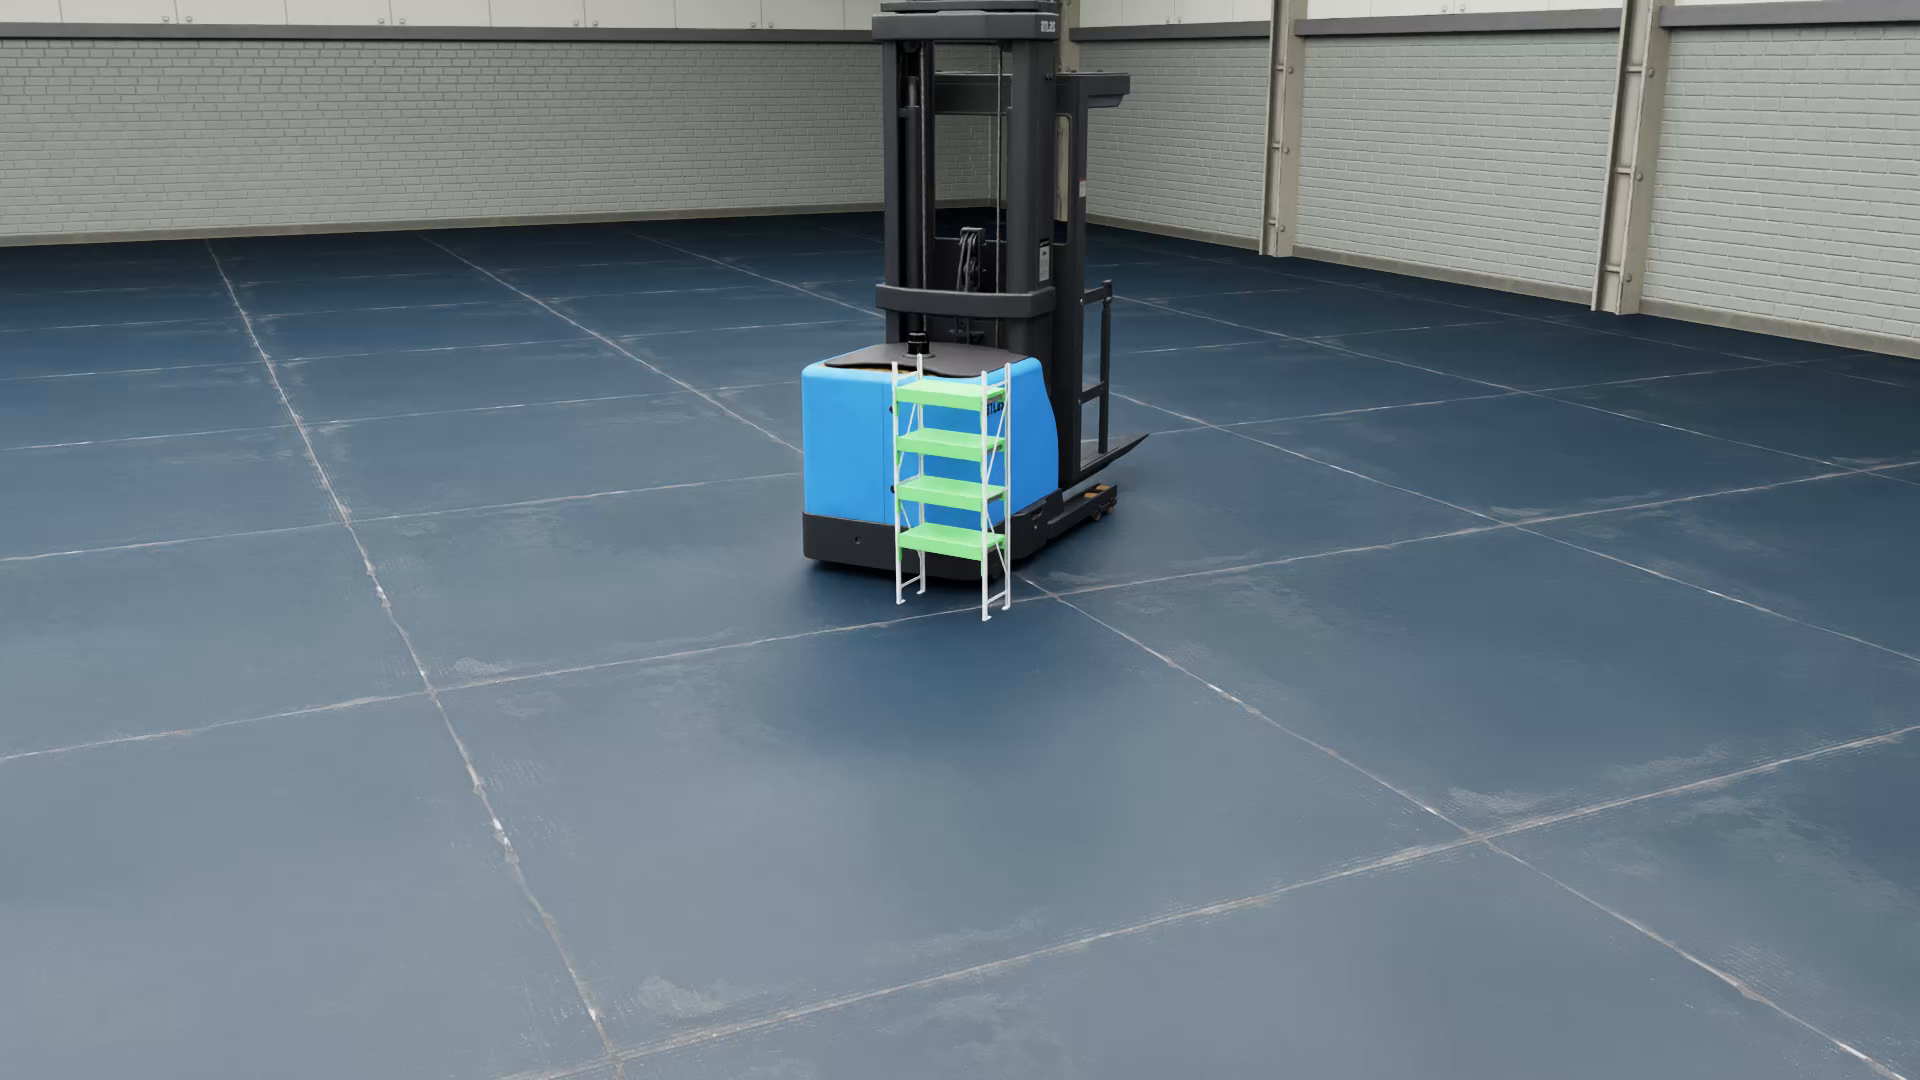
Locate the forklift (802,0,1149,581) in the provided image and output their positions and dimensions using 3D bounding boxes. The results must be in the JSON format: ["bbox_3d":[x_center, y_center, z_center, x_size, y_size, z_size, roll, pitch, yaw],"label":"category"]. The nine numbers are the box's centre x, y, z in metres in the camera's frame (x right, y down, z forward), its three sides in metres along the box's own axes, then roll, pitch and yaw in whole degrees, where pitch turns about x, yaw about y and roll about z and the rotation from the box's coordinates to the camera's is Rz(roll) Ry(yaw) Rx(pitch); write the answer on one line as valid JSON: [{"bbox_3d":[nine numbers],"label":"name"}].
[{"bbox_3d":[0.275,-1.565,9.391,1.130,2.935,3.031,8,18,25],"label":"forklift"}]

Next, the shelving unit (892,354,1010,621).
[{"bbox_3d":[-0.038,-0.255,7.958,0.503,1.200,0.258,9,19,30],"label":"shelving unit"}]

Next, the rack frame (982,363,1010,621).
[{"bbox_3d":[0.171,-0.221,7.836,0.015,1.200,0.240,9,19,30],"label":"rack frame"}]

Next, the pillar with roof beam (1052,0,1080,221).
[{"bbox_3d":[-2.132,-9.221,25.068,9.100,9.000,0.400,-8,18,-25],"label":"pillar with roof beam"}]

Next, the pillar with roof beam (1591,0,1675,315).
[{"bbox_3d":[3.125,-6.245,14.699,9.100,9.000,0.400,-8,18,-25],"label":"pillar with roof beam"}]

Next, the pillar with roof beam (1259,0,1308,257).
[{"bbox_3d":[0.496,-7.733,19.883,9.100,9.000,0.400,-8,18,-25],"label":"pillar with roof beam"}]

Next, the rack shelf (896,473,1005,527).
[{"bbox_3d":[-0.037,-0.194,7.976,0.480,0.148,0.258,9,19,30],"label":"rack shelf"}]

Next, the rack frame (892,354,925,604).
[{"bbox_3d":[-0.247,-0.290,8.079,0.015,1.200,0.240,9,19,30],"label":"rack frame"}]

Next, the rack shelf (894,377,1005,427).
[{"bbox_3d":[-0.041,-0.654,7.837,0.480,0.148,0.258,9,19,30],"label":"rack shelf"}]

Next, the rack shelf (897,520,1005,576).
[{"bbox_3d":[-0.035,0.036,8.045,0.480,0.148,0.258,9,19,30],"label":"rack shelf"}]

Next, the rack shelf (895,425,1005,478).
[{"bbox_3d":[-0.039,-0.424,7.907,0.480,0.148,0.258,9,19,30],"label":"rack shelf"}]
